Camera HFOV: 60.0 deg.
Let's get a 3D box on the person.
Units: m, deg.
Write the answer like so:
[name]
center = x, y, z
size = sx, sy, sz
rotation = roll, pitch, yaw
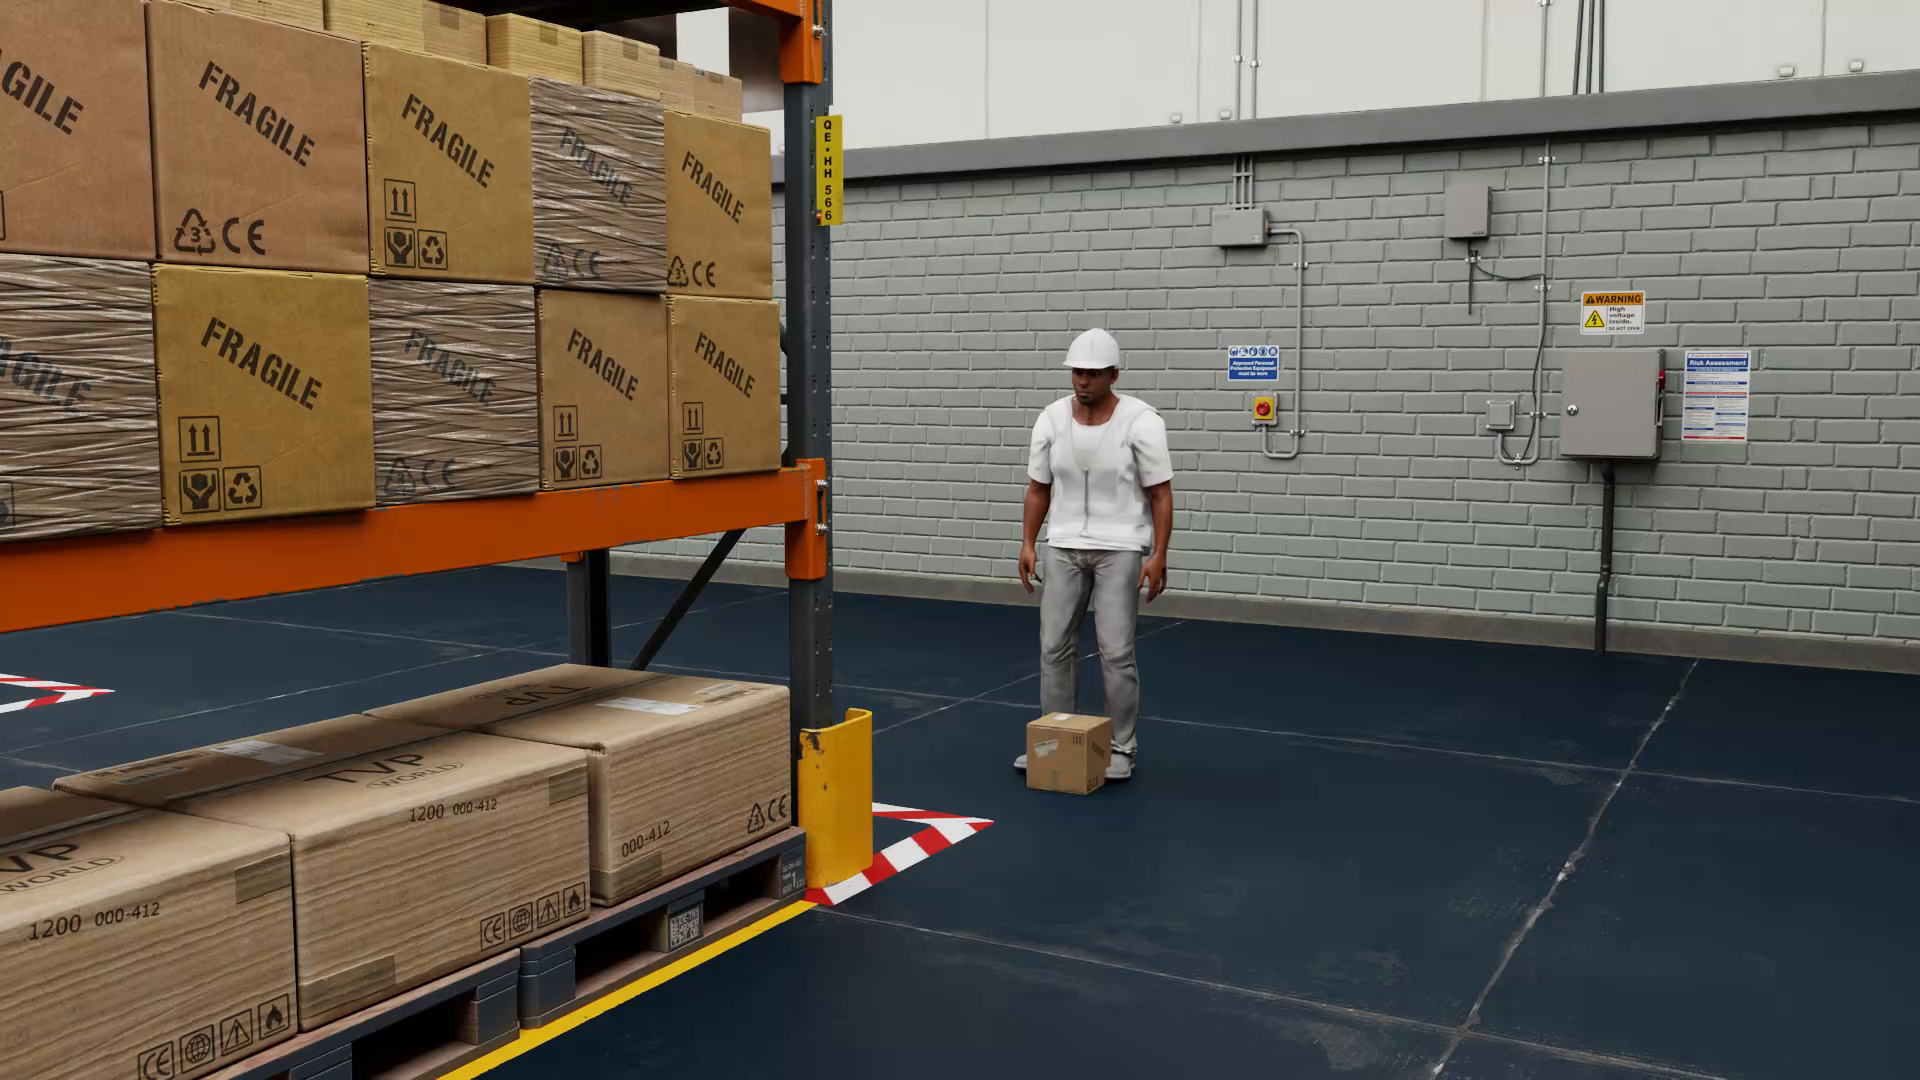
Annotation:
[person]
center = 0.523, 0.052, 6.553
size = 0.622, 1.759, 0.462
rotation = 3, 7, 26
